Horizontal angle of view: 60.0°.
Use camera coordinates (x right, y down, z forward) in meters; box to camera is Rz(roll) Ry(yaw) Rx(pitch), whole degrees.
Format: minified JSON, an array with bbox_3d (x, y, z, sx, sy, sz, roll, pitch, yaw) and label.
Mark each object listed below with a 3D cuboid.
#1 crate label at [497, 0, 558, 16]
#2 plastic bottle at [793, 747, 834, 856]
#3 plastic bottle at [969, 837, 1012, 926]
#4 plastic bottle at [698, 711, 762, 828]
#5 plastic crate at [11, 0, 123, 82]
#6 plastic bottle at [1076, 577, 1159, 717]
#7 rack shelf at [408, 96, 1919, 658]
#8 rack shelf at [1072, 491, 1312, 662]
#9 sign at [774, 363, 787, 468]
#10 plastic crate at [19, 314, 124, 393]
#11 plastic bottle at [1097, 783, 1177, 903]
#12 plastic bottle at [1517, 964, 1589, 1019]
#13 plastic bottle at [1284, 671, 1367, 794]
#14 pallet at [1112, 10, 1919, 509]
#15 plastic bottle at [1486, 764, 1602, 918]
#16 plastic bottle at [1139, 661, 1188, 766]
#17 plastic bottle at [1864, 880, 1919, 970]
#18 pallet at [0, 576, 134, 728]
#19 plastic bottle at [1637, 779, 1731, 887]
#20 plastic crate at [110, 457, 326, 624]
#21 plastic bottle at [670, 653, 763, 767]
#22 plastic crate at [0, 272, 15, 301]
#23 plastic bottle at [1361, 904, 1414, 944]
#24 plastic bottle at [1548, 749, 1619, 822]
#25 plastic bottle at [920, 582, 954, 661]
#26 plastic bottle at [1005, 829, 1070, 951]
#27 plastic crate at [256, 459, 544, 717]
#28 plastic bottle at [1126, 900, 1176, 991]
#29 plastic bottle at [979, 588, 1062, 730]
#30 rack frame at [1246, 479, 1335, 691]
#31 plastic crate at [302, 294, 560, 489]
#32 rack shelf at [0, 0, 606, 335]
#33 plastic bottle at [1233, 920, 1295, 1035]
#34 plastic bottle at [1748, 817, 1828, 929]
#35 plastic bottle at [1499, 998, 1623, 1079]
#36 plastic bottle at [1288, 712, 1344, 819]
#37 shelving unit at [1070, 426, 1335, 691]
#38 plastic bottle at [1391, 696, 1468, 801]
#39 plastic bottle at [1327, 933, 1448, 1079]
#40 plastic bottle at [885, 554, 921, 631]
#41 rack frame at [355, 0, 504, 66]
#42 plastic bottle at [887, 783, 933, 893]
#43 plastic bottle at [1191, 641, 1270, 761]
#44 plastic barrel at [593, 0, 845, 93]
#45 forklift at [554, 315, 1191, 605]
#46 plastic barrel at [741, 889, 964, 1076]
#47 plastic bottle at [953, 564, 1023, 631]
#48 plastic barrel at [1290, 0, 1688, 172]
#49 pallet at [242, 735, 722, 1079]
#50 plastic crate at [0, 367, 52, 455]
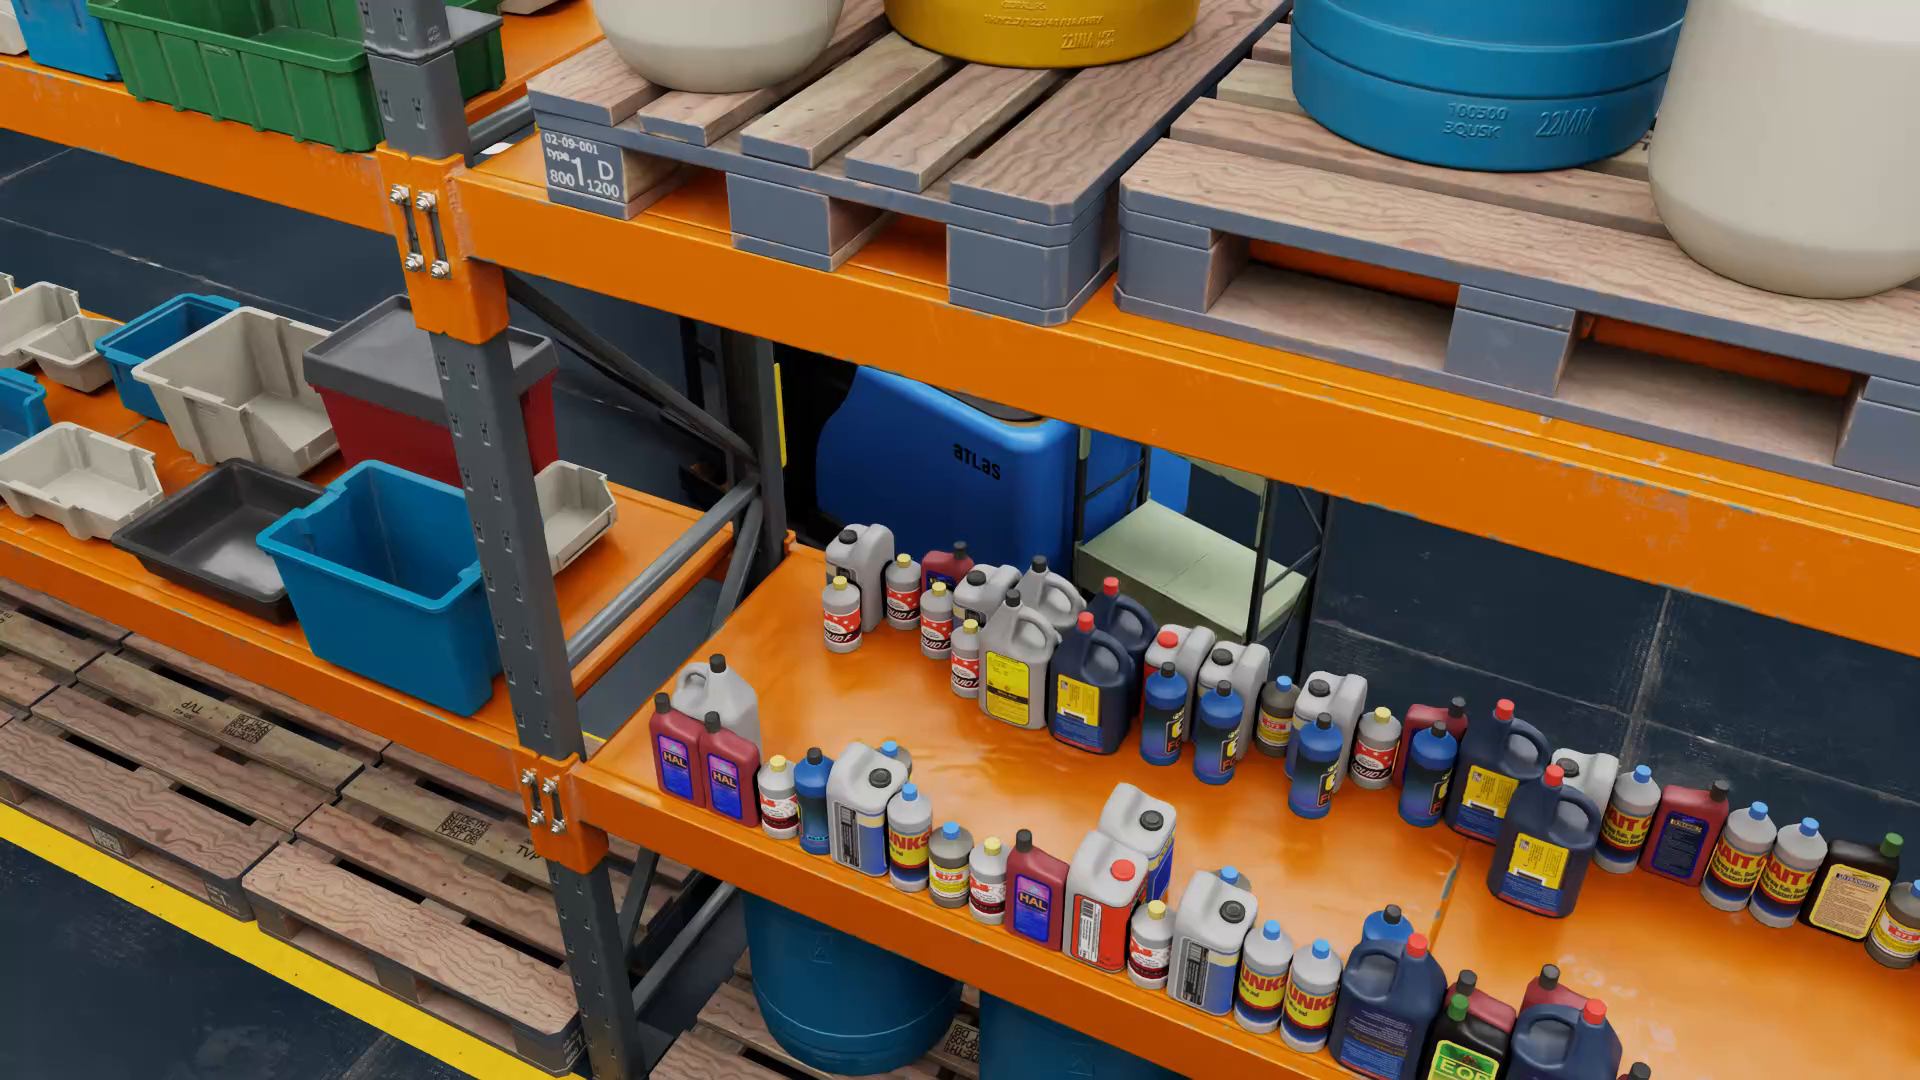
[{"bbox_3d":[-1.058,-1.288,3.704,0.466,0.136,0.293,17,41,21],"label":"crate label"},{"bbox_3d":[-0.311,0.561,3.636,0.097,0.271,0.097,0,37,0],"label":"plastic bottle"},{"bbox_3d":[0.067,0.708,3.501,0.097,0.201,0.097,0,37,0],"label":"plastic bottle"},{"bbox_3d":[-0.509,0.507,3.698,0.133,0.283,0.061,17,41,21],"label":"plastic bottle"},{"bbox_3d":[-1.712,-1.117,3.399,0.300,0.233,0.416,17,41,21],"label":"plastic crate"},{"bbox_3d":[0.374,0.243,3.989,0.185,0.351,0.144,17,41,21],"label":"plastic bottle"},{"bbox_3d":[1.019,-0.260,2.725,4.000,0.370,1.077,17,41,21],"label":"rack shelf"},{"bbox_3d":[0.798,0.209,5.773,0.720,0.370,0.431,30,46,33],"label":"rack shelf"},{"bbox_3d":[-0.502,-0.313,4.452,0.005,0.325,0.100,17,41,21],"label":"sign"},{"bbox_3d":[-2.720,-0.584,5.207,0.250,0.136,0.298,17,41,21],"label":"plastic crate"},{"bbox_3d":[0.371,0.651,3.514,0.135,0.276,0.152,17,41,21],"label":"plastic bottle"},{"bbox_3d":[1.127,0.921,3.152,0.133,0.283,0.061,17,41,21],"label":"plastic bottle"},{"bbox_3d":[0.840,0.422,3.816,0.135,0.276,0.152,17,41,21],"label":"plastic bottle"},{"bbox_3d":[0.993,-0.548,2.666,1.213,0.211,1.003,17,41,21],"label":"pallet"},{"bbox_3d":[1.238,0.617,3.497,0.185,0.351,0.144,17,41,21],"label":"plastic bottle"},{"bbox_3d":[0.473,0.394,3.857,0.097,0.271,0.097,0,37,0],"label":"plastic bottle"},{"bbox_3d":[1.940,0.777,3.409,0.097,0.201,0.097,0,37,0],"label":"plastic bottle"},{"bbox_3d":[-3.594,0.341,6.126,1.213,0.211,1.003,17,41,21],"label":"pallet"},{"bbox_3d":[1.555,0.611,3.560,0.133,0.283,0.061,17,41,21],"label":"plastic bottle"},{"bbox_3d":[-1.874,0.011,4.432,0.590,0.125,0.437,17,41,21],"label":"plastic crate"},{"bbox_3d":[-0.557,0.395,3.789,0.185,0.351,0.144,17,41,21],"label":"plastic bottle"},{"bbox_3d":[-3.250,-0.721,5.387,0.243,0.136,0.396,17,41,21],"label":"plastic crate"},{"bbox_3d":[0.837,0.823,3.292,0.097,0.271,0.097,0,37,0],"label":"plastic bottle"},{"bbox_3d":[1.328,0.575,3.615,0.135,0.276,0.152,17,41,21],"label":"plastic bottle"},{"bbox_3d":[-0.052,0.195,4.177,0.097,0.201,0.097,0,37,0],"label":"plastic bottle"},{"bbox_3d":[0.161,0.717,3.421,0.133,0.283,0.061,17,41,21],"label":"plastic bottle"},{"bbox_3d":[-1.328,0.128,4.064,0.575,0.384,0.392,17,41,21],"label":"plastic crate"},{"bbox_3d":[0.392,0.809,3.367,0.097,0.201,0.097,0,37,0],"label":"plastic bottle"},{"bbox_3d":[0.144,0.269,3.955,0.185,0.351,0.144,17,41,21],"label":"plastic bottle"},{"bbox_3d":[1.066,0.101,5.377,0.023,1.500,0.400,30,46,33],"label":"rack frame"},{"bbox_3d":[-1.434,-0.340,4.614,0.583,0.464,0.402,17,41,21],"label":"plastic crate"},{"bbox_3d":[-2.533,-1.372,4.190,4.000,0.370,1.077,17,41,21],"label":"rack shelf"},{"bbox_3d":[0.598,0.846,3.261,0.097,0.271,0.097,0,37,0],"label":"plastic bottle"},{"bbox_3d":[1.735,0.685,3.473,0.097,0.271,0.097,0,37,0],"label":"plastic bottle"},{"bbox_3d":[1.103,0.956,3.050,0.185,0.351,0.144,17,41,21],"label":"plastic bottle"},{"bbox_3d":[0.799,0.496,3.723,0.097,0.271,0.097,0,37,0],"label":"plastic bottle"},{"bbox_3d":[0.799,-0.050,5.576,0.755,1.500,0.431,30,46,33],"label":"shelving unit"},{"bbox_3d":[1.066,0.459,3.762,0.133,0.283,0.061,17,41,21],"label":"plastic bottle"},{"bbox_3d":[0.820,0.868,3.166,0.185,0.351,0.144,17,41,21],"label":"plastic bottle"},{"bbox_3d":[-0.142,0.125,4.268,0.097,0.201,0.097,0,37,0],"label":"plastic bottle"},{"bbox_3d":[-0.757,-2.297,2.333,0.127,3.000,1.000,17,41,21],"label":"rack frame"},{"bbox_3d":[-0.105,0.626,3.551,0.097,0.271,0.097,0,37,0],"label":"plastic bottle"},{"bbox_3d":[0.634,0.357,3.901,0.135,0.276,0.152,17,41,21],"label":"plastic bottle"},{"bbox_3d":[-0.404,-1.043,2.702,0.433,0.535,0.433,0,37,0],"label":"plastic barrel"},{"bbox_3d":[-0.530,-1.454,6.242,3.031,2.935,1.130,30,46,33],"label":"forklift"},{"bbox_3d":[-0.281,0.921,4.443,0.708,0.901,0.600,17,41,21],"label":"plastic barrel"},{"bbox_3d":[0.066,0.180,4.135,0.135,0.276,0.152,17,41,21],"label":"plastic bottle"},{"bbox_3d":[0.829,-1.077,2.445,0.708,0.901,0.600,17,41,21],"label":"plastic barrel"},{"bbox_3d":[-1.427,1.020,5.232,1.213,0.211,1.003,17,41,21],"label":"pallet"},{"bbox_3d":[-2.805,-0.282,4.729,0.300,0.233,0.416,17,41,21],"label":"plastic crate"}]
